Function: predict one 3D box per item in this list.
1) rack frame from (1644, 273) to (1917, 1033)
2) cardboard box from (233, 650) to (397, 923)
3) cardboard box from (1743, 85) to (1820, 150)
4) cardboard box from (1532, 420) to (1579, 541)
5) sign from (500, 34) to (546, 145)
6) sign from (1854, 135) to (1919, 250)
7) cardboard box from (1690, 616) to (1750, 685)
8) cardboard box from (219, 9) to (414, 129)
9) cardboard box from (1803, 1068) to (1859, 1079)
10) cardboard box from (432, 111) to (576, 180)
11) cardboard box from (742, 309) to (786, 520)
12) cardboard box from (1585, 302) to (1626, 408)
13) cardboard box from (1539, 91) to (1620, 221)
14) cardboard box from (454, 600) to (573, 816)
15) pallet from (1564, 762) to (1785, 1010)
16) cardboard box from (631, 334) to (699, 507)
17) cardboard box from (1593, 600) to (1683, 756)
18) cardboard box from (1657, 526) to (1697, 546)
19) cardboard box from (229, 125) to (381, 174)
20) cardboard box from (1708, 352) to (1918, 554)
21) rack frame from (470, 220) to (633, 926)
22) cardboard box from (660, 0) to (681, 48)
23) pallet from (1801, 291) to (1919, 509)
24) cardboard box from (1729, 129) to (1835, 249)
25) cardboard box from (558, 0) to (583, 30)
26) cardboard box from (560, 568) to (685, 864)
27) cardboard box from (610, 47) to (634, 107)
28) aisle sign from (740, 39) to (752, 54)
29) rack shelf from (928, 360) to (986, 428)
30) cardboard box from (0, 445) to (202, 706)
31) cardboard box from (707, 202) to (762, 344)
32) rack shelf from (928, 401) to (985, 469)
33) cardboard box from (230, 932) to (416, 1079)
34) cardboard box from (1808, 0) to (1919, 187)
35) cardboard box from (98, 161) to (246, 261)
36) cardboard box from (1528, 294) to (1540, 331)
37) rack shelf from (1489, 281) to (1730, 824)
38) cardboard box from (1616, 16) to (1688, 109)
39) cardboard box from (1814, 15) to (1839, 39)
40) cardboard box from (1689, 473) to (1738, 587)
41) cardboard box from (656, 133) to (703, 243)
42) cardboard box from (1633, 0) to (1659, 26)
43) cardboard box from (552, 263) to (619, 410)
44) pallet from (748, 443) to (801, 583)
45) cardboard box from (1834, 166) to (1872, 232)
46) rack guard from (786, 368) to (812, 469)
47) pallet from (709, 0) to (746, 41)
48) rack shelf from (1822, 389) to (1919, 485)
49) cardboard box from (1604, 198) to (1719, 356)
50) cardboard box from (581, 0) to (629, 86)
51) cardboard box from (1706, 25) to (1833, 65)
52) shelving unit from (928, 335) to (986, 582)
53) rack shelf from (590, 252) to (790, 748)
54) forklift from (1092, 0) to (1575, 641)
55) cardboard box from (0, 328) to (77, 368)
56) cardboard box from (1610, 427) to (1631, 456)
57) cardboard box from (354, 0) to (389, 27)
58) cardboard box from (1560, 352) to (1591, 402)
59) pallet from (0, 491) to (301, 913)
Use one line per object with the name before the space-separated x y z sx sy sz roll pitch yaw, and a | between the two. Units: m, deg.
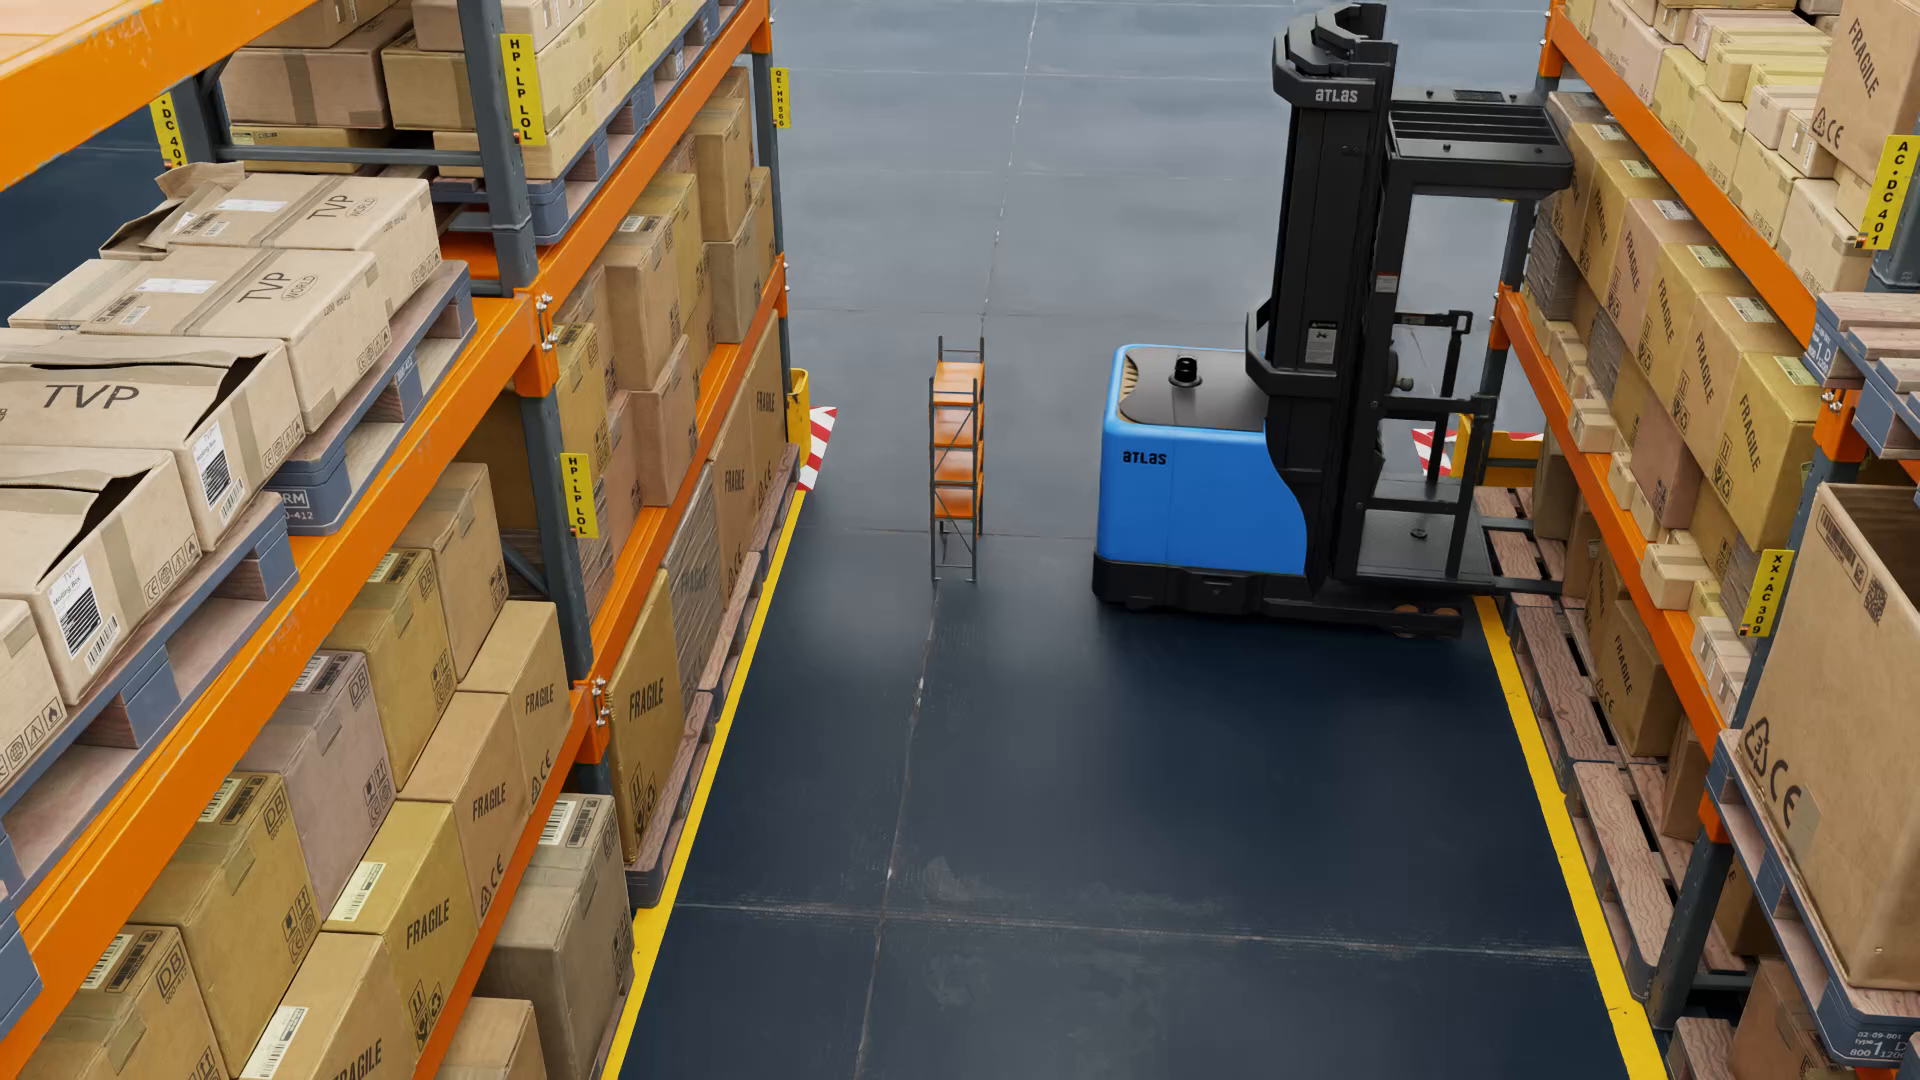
rack frame | 3.109 0.559 5.484 1.000 3.000 0.127 2 32 4
cardboard box | -1.943 0.619 4.338 0.700 0.500 0.500 3 32 4
cardboard box | 2.891 -1.423 5.603 0.380 0.149 0.250 2 32 2
cardboard box | 3.367 -0.322 8.895 0.500 0.500 0.500 8 33 13
sign | -1.285 -1.319 4.879 0.100 0.325 0.005 2 32 4
sign | 2.567 -0.958 4.593 0.100 0.325 0.005 2 32 4
cardboard box | 2.863 0.410 5.964 0.380 0.149 0.250 2 32 4
cardboard box | -2.042 -1.535 5.387 0.500 0.250 0.500 2 32 3
cardboard box | 2.980 2.004 5.102 0.700 0.500 0.500 2 32 4
cardboard box | -1.458 -1.273 5.342 0.380 0.149 0.250 2 32 3
cardboard box | -1.490 -0.714 9.175 0.875 0.875 0.875 3 32 4
cardboard box | 3.357 -0.889 7.455 0.875 0.500 0.500 2 32 4
cardboard box | 3.118 -1.852 8.064 0.500 0.500 0.500 2 32 4
cardboard box | -1.603 0.536 5.426 0.500 0.500 0.500 2 32 4
pallet | 3.128 1.393 6.788 1.003 0.211 1.213 2 32 4
cardboard box | -1.625 -0.529 7.107 0.875 0.550 0.550 2 32 4
cardboard box | 3.192 0.609 7.385 0.500 0.500 0.500 0 32 0
cardboard box | 3.004 0.022 6.595 0.380 0.149 0.250 2 32 4
cardboard box | -2.116 -1.302 5.388 0.380 0.149 0.250 2 32 4
cardboard box | 2.871 -0.283 5.519 0.500 0.500 0.500 2 32 4
rack frame | -1.827 0.294 5.914 1.000 3.000 0.127 2 32 4
cardboard box | -1.334 -2.069 6.632 0.380 0.149 0.250 3 32 5
pallet | 2.952 -0.320 4.230 1.213 0.211 1.003 2 32 4
cardboard box | 2.938 -1.177 5.584 0.500 0.250 0.500 3 32 5
cardboard box | -1.439 -1.746 5.349 0.380 0.149 0.250 2 32 4
cardboard box | -1.706 0.694 6.890 0.875 0.875 0.875 3 32 5
cardboard box | -1.397 -1.670 5.986 0.380 0.149 0.250 2 32 3
aisle sign | -1.196 -2.929 8.665 0.394 0.787 0.004 2 32 4
rack shelf | -0.013 -0.759 8.589 0.258 0.148 0.480 2 32 4
cardboard box | -1.792 0.026 3.080 0.500 0.311 0.500 2 32 3
cardboard box | -1.509 -1.377 8.482 0.875 0.550 0.550 2 32 4
rack shelf | -0.013 -0.557 8.713 0.258 0.148 0.480 2 32 4
cardboard box | -1.724 1.330 4.138 0.500 0.500 0.500 2 32 3
cardboard box | 2.891 -1.346 4.861 0.500 0.500 0.500 2 32 3
cardboard box | -2.125 -0.842 4.531 0.258 0.266 0.396 2 32 3
cardboard box | 3.134 -1.157 8.508 0.380 0.149 0.250 2 32 4
rack shelf | 3.271 -0.181 7.370 1.077 0.370 4.000 2 32 4
cardboard box | 3.057 -1.976 6.882 0.500 0.250 0.500 2 32 4
cardboard box | 3.541 -1.936 6.436 0.380 0.149 0.250 1 32 1
cardboard box | 3.283 -0.103 6.179 0.875 0.500 0.500 2 32 4
cardboard box | -1.704 -1.550 7.734 0.875 0.550 0.550 2 32 4
cardboard box | 3.049 -2.247 6.940 0.380 0.149 0.250 2 32 4
cardboard box | -1.833 -0.714 6.377 0.875 0.550 0.550 2 32 4
pallet | -1.488 -0.189 9.356 1.003 0.211 1.213 2 32 4
cardboard box | 2.847 -1.006 4.928 0.380 0.149 0.250 3 32 5
rack guard | -1.499 -0.746 9.984 1.175 0.500 0.348 2 32 4
pallet | -1.551 -2.648 7.914 1.003 0.211 1.213 2 32 4
rack shelf | 2.946 0.634 3.189 1.077 0.370 4.000 2 32 4
cardboard box | 2.996 -1.067 6.791 0.500 0.500 0.500 2 32 4
cardboard box | -1.468 -1.775 5.775 0.500 0.250 0.500 2 32 4
cardboard box | 3.059 -1.833 6.269 0.380 0.149 0.250 1 32 2
shelving unit | -0.013 -0.424 8.795 0.258 1.200 0.503 2 32 4
rack shelf | -1.664 -0.446 7.800 1.077 0.370 4.000 2 32 4
forklift | 2.251 -1.036 8.138 3.031 2.935 1.130 4 32 7
cardboard box | -2.200 -0.376 3.885 0.380 0.149 0.250 2 32 4
cardboard box | 3.067 -0.370 7.232 0.380 0.149 0.250 2 32 4
cardboard box | -2.094 -1.774 5.394 0.380 0.149 0.250 2 32 4
cardboard box | 3.072 -0.765 7.872 0.380 0.149 0.250 2 32 4
pallet | -2.065 0.265 3.281 1.003 0.211 1.213 4 32 6
